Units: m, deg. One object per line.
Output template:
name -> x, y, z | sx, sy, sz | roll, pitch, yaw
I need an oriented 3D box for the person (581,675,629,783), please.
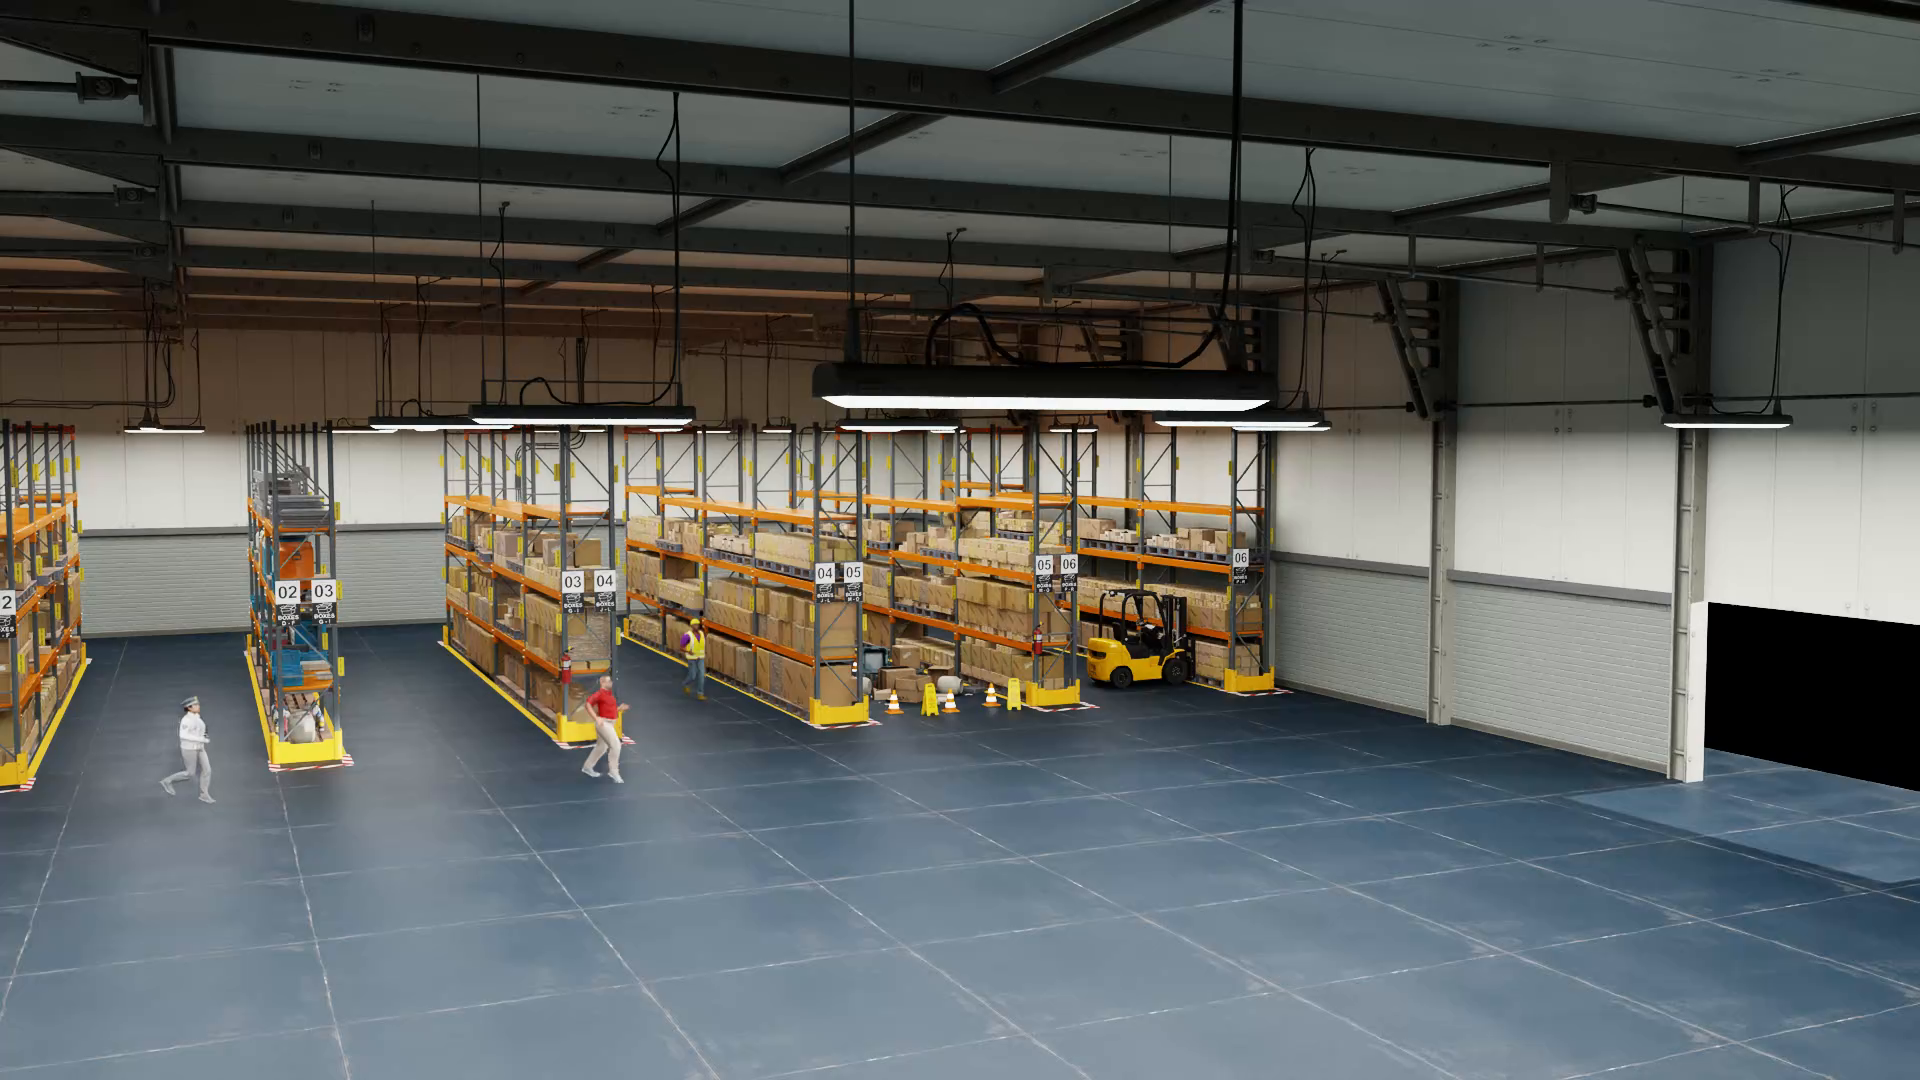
person -> -5.903, 3.147, 27.627 | 0.813, 1.803, 0.642 | 0, 4, -1

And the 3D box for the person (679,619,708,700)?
person -> -5.741, 2.573, 36.093 | 0.712, 1.745, 0.897 | -3, 4, -35

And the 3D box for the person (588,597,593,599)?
person -> -10.525, 1.941, 46.707 | 0.784, 1.788, 0.782 | -1, 4, -10

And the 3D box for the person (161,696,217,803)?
person -> -12.039, 3.283, 25.970 | 0.833, 1.712, 0.626 | 0, 4, 0
